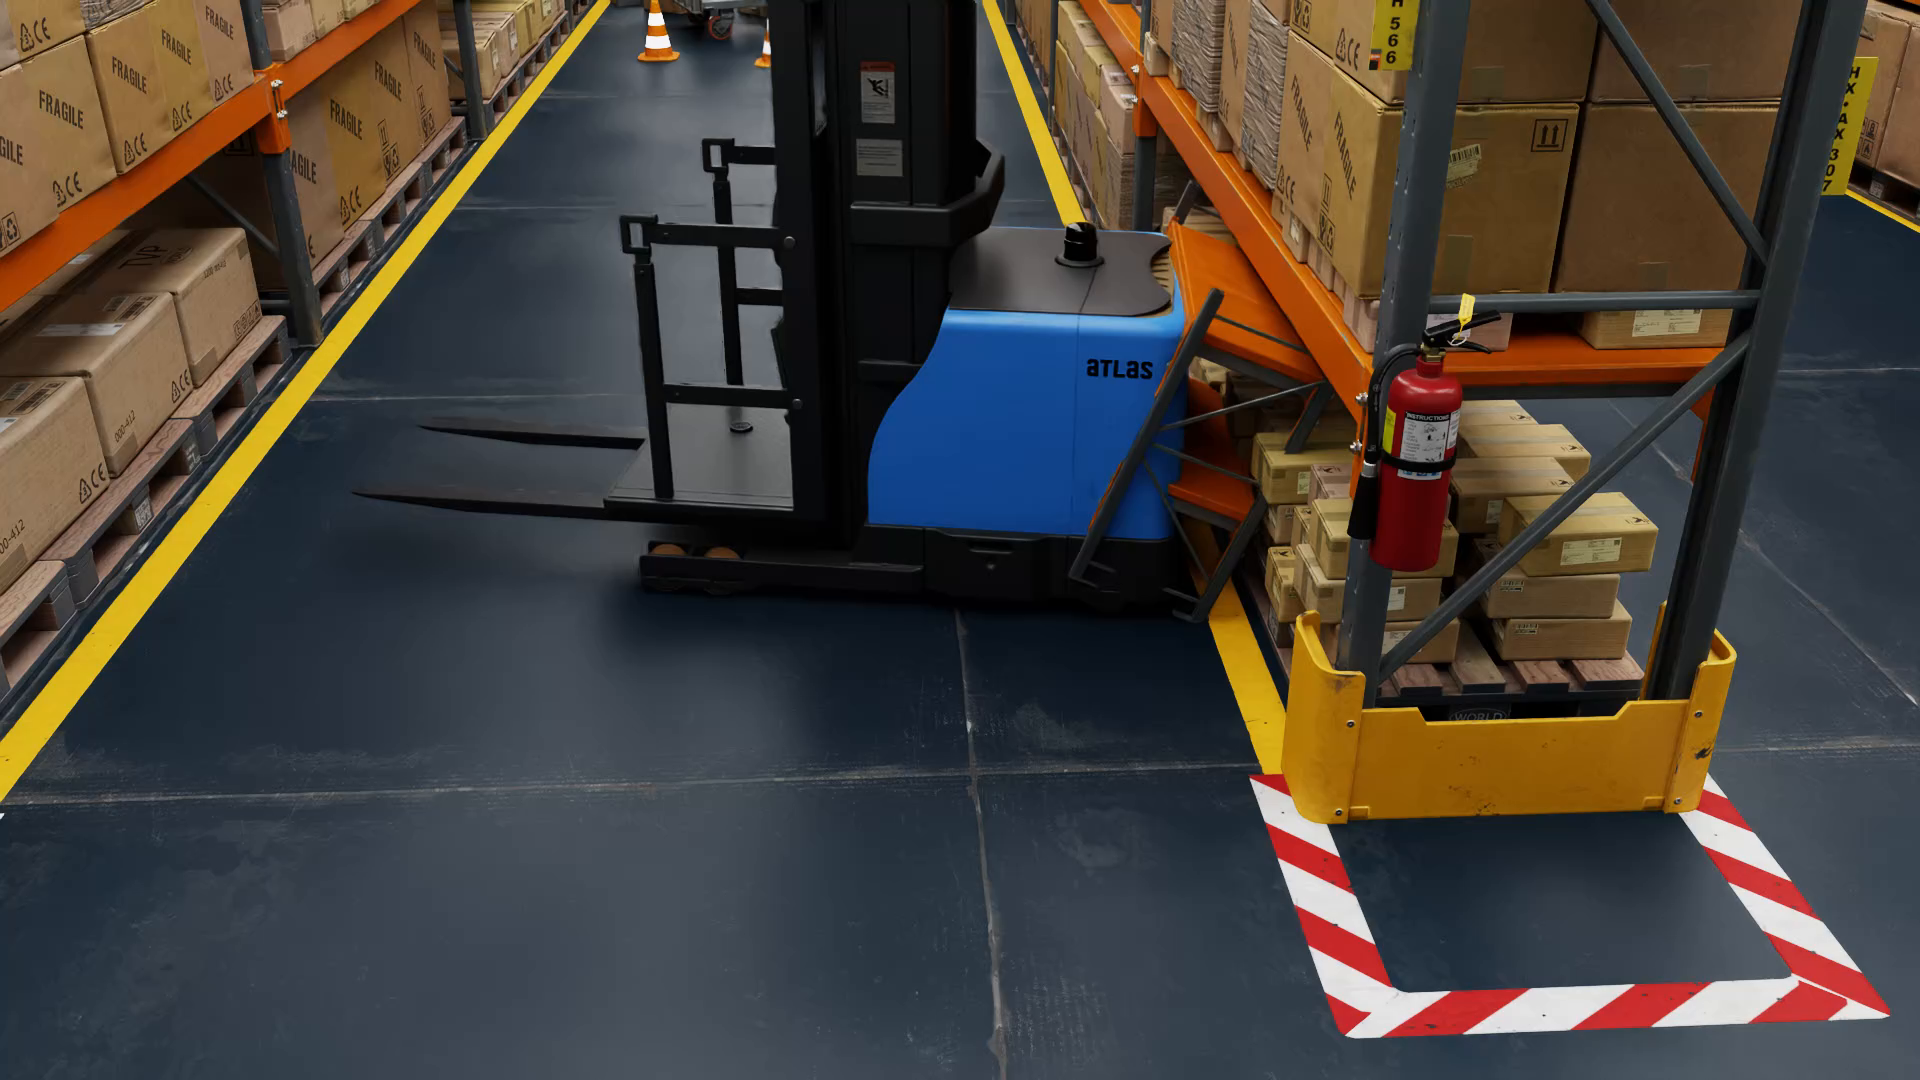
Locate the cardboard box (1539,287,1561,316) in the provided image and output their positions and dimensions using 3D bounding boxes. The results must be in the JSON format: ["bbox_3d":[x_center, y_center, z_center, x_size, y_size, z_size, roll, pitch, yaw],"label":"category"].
[{"bbox_3d":[1.806,-0.745,4.707,0.380,0.149,0.250,0,28,-1],"label":"cardboard box"}]

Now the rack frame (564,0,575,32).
[{"bbox_3d":[-4.015,-5.958,14.430,1.000,3.000,0.127,-1,28,-3],"label":"rack frame"}]

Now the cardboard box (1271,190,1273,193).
[{"bbox_3d":[1.271,-1.212,5.601,0.380,0.149,0.250,-3,28,-5],"label":"cardboard box"}]

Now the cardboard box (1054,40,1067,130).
[{"bbox_3d":[0.914,-3.022,11.049,0.500,0.500,0.500,-3,28,-5],"label":"cardboard box"}]

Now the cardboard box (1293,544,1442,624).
[{"bbox_3d":[1.237,0.127,5.070,0.380,0.149,0.250,-2,28,-4],"label":"cardboard box"}]

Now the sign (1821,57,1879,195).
[{"bbox_3d":[2.092,-0.979,3.948,0.100,0.325,0.005,-1,28,-3],"label":"sign"}]

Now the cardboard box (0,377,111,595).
[{"bbox_3d":[-3.579,-0.191,5.689,0.875,0.438,0.875,-1,28,-1],"label":"cardboard box"}]

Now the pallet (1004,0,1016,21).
[{"bbox_3d":[0.962,-5.241,16.070,1.003,0.211,1.213,-1,28,-3],"label":"pallet"}]

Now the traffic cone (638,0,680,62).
[{"bbox_3d":[-2.552,-4.294,13.983,0.336,0.463,0.334,-1,28,-3],"label":"traffic cone"}]

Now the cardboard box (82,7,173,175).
[{"bbox_3d":[-3.244,-1.630,6.024,0.500,0.500,0.500,-2,28,-3],"label":"cardboard box"}]

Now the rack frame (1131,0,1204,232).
[{"bbox_3d":[1.341,-2.430,7.665,1.000,3.000,0.127,-1,28,-3],"label":"rack frame"}]

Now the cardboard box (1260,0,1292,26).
[{"bbox_3d":[1.215,-1.881,5.102,0.500,0.500,0.500,0,28,0],"label":"cardboard box"}]

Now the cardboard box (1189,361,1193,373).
[{"bbox_3d":[1.181,-0.823,7.214,0.380,0.149,0.250,-2,28,-4],"label":"cardboard box"}]

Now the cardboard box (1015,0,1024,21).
[{"bbox_3d":[1.045,-5.028,14.626,1.050,0.750,0.750,-2,28,-3],"label":"cardboard box"}]

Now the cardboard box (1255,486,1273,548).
[{"bbox_3d":[1.246,-0.097,5.821,0.380,0.149,0.250,-1,28,-2],"label":"cardboard box"}]

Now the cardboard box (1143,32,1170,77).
[{"bbox_3d":[1.029,-2.180,7.457,0.380,0.149,0.250,0,28,-1],"label":"cardboard box"}]

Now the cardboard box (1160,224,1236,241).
[{"bbox_3d":[1.107,-1.323,7.528,0.380,0.149,0.250,0,28,0],"label":"cardboard box"}]

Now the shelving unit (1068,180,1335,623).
[{"bbox_3d":[0.829,-0.501,5.851,0.538,1.125,1.048,20,30,-8],"label":"shelving unit"}]

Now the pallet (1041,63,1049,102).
[{"bbox_3d":[1.166,-3.406,12.553,1.003,0.211,1.213,-1,28,-3],"label":"pallet"}]

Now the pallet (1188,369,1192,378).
[{"bbox_3d":[1.411,-0.884,7.717,1.003,0.211,1.213,-1,28,-3],"label":"pallet"}]

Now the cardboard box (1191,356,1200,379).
[{"bbox_3d":[1.144,-0.712,6.678,0.380,0.149,0.250,-2,28,-3],"label":"cardboard box"}]

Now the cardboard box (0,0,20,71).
[{"bbox_3d":[-3.198,-1.608,4.901,0.500,0.500,0.500,-2,28,-3],"label":"cardboard box"}]

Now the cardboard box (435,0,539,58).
[{"bbox_3d":[-3.906,-4.084,13.224,0.950,0.372,0.625,0,28,-1],"label":"cardboard box"}]

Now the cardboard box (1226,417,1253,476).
[{"bbox_3d":[1.168,-0.352,5.988,0.380,0.149,0.250,-1,28,-2],"label":"cardboard box"}]

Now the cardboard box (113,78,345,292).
[{"bbox_3d":[-3.709,-1.792,8.286,0.875,0.875,0.875,-1,28,-1],"label":"cardboard box"}]

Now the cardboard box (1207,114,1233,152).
[{"bbox_3d":[1.146,-1.573,6.293,0.380,0.149,0.250,0,28,0],"label":"cardboard box"}]

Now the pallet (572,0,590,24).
[{"bbox_3d":[-4.085,-5.031,15.668,1.003,0.211,1.213,-1,28,-3],"label":"pallet"}]

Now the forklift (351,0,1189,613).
[{"bbox_3d":[-0.696,-1.341,5.653,3.031,2.935,1.130,3,28,7],"label":"forklift"}]

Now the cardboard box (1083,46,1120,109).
[{"bbox_3d":[0.994,-2.659,9.543,0.500,0.250,0.500,-3,28,-5],"label":"cardboard box"}]

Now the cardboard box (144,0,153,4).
[{"bbox_3d":[-3.278,-2.305,6.237,0.500,0.500,0.500,-2,28,-3],"label":"cardboard box"}]

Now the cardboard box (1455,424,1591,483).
[{"bbox_3d":[1.842,-0.262,5.495,0.380,0.149,0.250,-1,28,-3],"label":"cardboard box"}]

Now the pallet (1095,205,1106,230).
[{"bbox_3d":[1.299,-1.553,8.999,1.003,0.211,1.213,-1,28,-3],"label":"pallet"}]

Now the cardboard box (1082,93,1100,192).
[{"bbox_3d":[1.002,-2.317,9.698,0.500,0.500,0.500,-2,28,-4],"label":"cardboard box"}]

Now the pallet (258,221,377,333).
[{"bbox_3d":[-3.713,-1.382,8.671,1.003,0.211,1.213,-1,28,-3],"label":"pallet"}]

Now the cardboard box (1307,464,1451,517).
[{"bbox_3d":[1.313,-0.124,5.230,0.380,0.149,0.250,-1,28,-2],"label":"cardboard box"}]

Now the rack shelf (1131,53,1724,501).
[{"bbox_3d":[1.445,-1.187,6.060,1.077,0.370,4.000,-1,28,-3],"label":"rack shelf"}]

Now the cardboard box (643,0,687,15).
[{"bbox_3d":[-2.712,-5.378,16.019,0.500,0.500,0.500,19,33,32],"label":"cardboard box"}]

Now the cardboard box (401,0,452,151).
[{"bbox_3d":[-3.853,-3.034,10.667,0.875,0.875,0.875,-2,28,-3],"label":"cardboard box"}]

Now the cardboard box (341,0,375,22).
[{"bbox_3d":[-3.396,-2.883,8.695,0.500,0.250,0.500,-2,28,-3],"label":"cardboard box"}]

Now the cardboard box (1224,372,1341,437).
[{"bbox_3d":[1.153,-0.484,5.921,0.380,0.149,0.250,0,28,-1],"label":"cardboard box"}]

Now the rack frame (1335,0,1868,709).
[{"bbox_3d":[1.550,-0.582,4.123,1.000,3.000,0.127,-1,28,-3],"label":"rack frame"}]

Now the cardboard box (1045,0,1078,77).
[{"bbox_3d":[1.190,-3.749,12.173,1.050,0.750,0.750,-2,28,-3],"label":"cardboard box"}]

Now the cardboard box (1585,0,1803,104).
[{"bbox_3d":[1.791,-1.416,4.210,0.500,0.500,0.500,-2,28,-3],"label":"cardboard box"}]

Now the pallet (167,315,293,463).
[{"bbox_3d":[-3.636,-0.674,7.314,1.003,0.211,1.213,-1,28,-3],"label":"pallet"}]

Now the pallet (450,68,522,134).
[{"bbox_3d":[-3.845,-3.235,12.225,1.003,0.211,1.213,-1,28,-3],"label":"pallet"}]

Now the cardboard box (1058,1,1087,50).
[{"bbox_3d":[0.926,-3.363,10.892,0.500,0.250,0.500,-3,28,-5],"label":"cardboard box"}]

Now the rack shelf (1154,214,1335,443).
[{"bbox_3d":[0.935,-0.733,5.708,0.538,0.278,1.000,20,30,-8],"label":"rack shelf"}]

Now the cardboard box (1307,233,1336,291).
[{"bbox_3d":[1.247,-0.846,4.900,0.380,0.149,0.250,-2,28,-3],"label":"cardboard box"}]

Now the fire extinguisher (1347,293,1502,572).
[{"bbox_3d":[1.102,-0.255,3.983,0.296,0.674,0.183,-1,28,-3],"label":"fire extinguisher"}]

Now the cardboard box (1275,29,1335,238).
[{"bbox_3d":[1.247,-1.198,4.873,0.500,0.500,0.500,-2,28,-3],"label":"cardboard box"}]

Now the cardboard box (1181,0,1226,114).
[{"bbox_3d":[1.138,-1.909,6.237,0.500,0.500,0.500,-2,28,-4],"label":"cardboard box"}]

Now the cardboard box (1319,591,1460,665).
[{"bbox_3d":[1.314,0.257,5.142,0.380,0.149,0.250,-1,28,-2],"label":"cardboard box"}]
